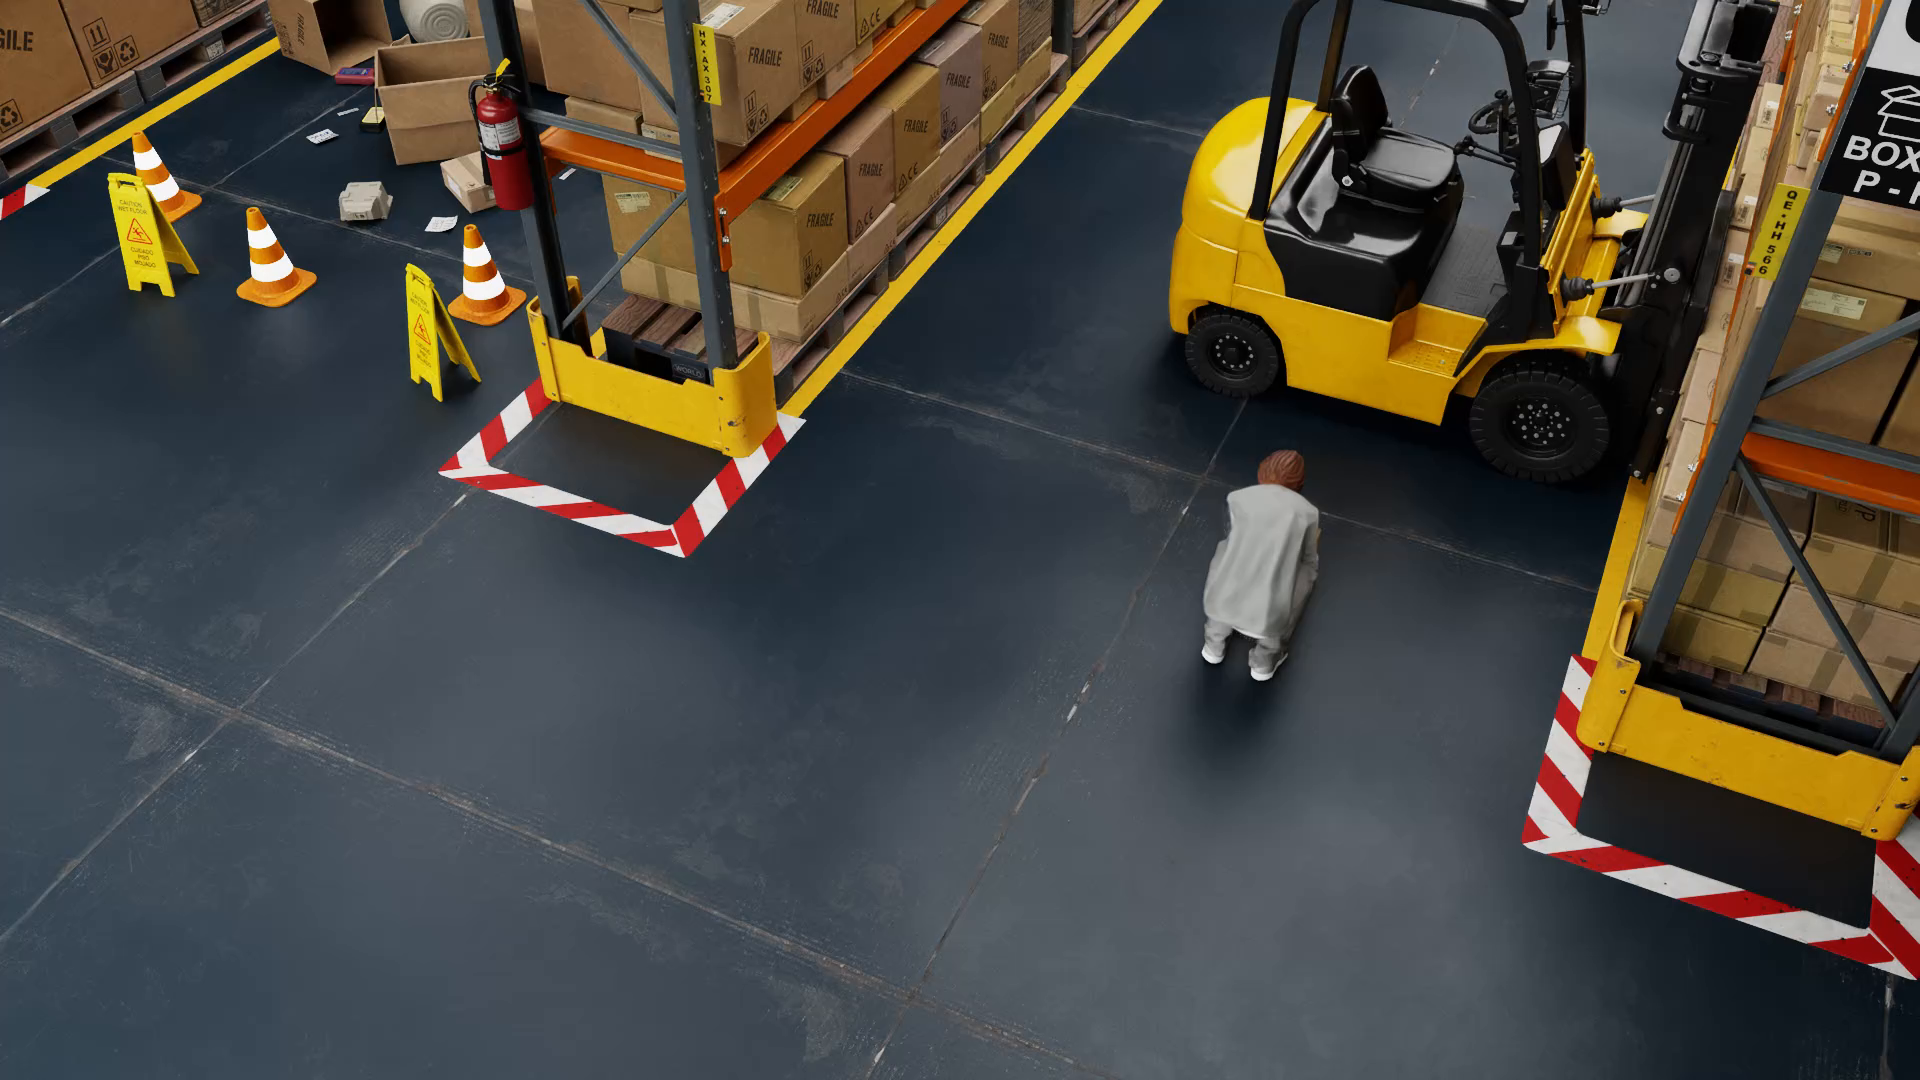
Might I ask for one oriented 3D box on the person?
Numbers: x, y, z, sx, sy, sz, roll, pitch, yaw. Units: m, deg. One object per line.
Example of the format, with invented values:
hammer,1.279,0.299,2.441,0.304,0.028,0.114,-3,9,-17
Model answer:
person,1.221,0.141,6.727,0.430,0.747,0.843,17,45,17
